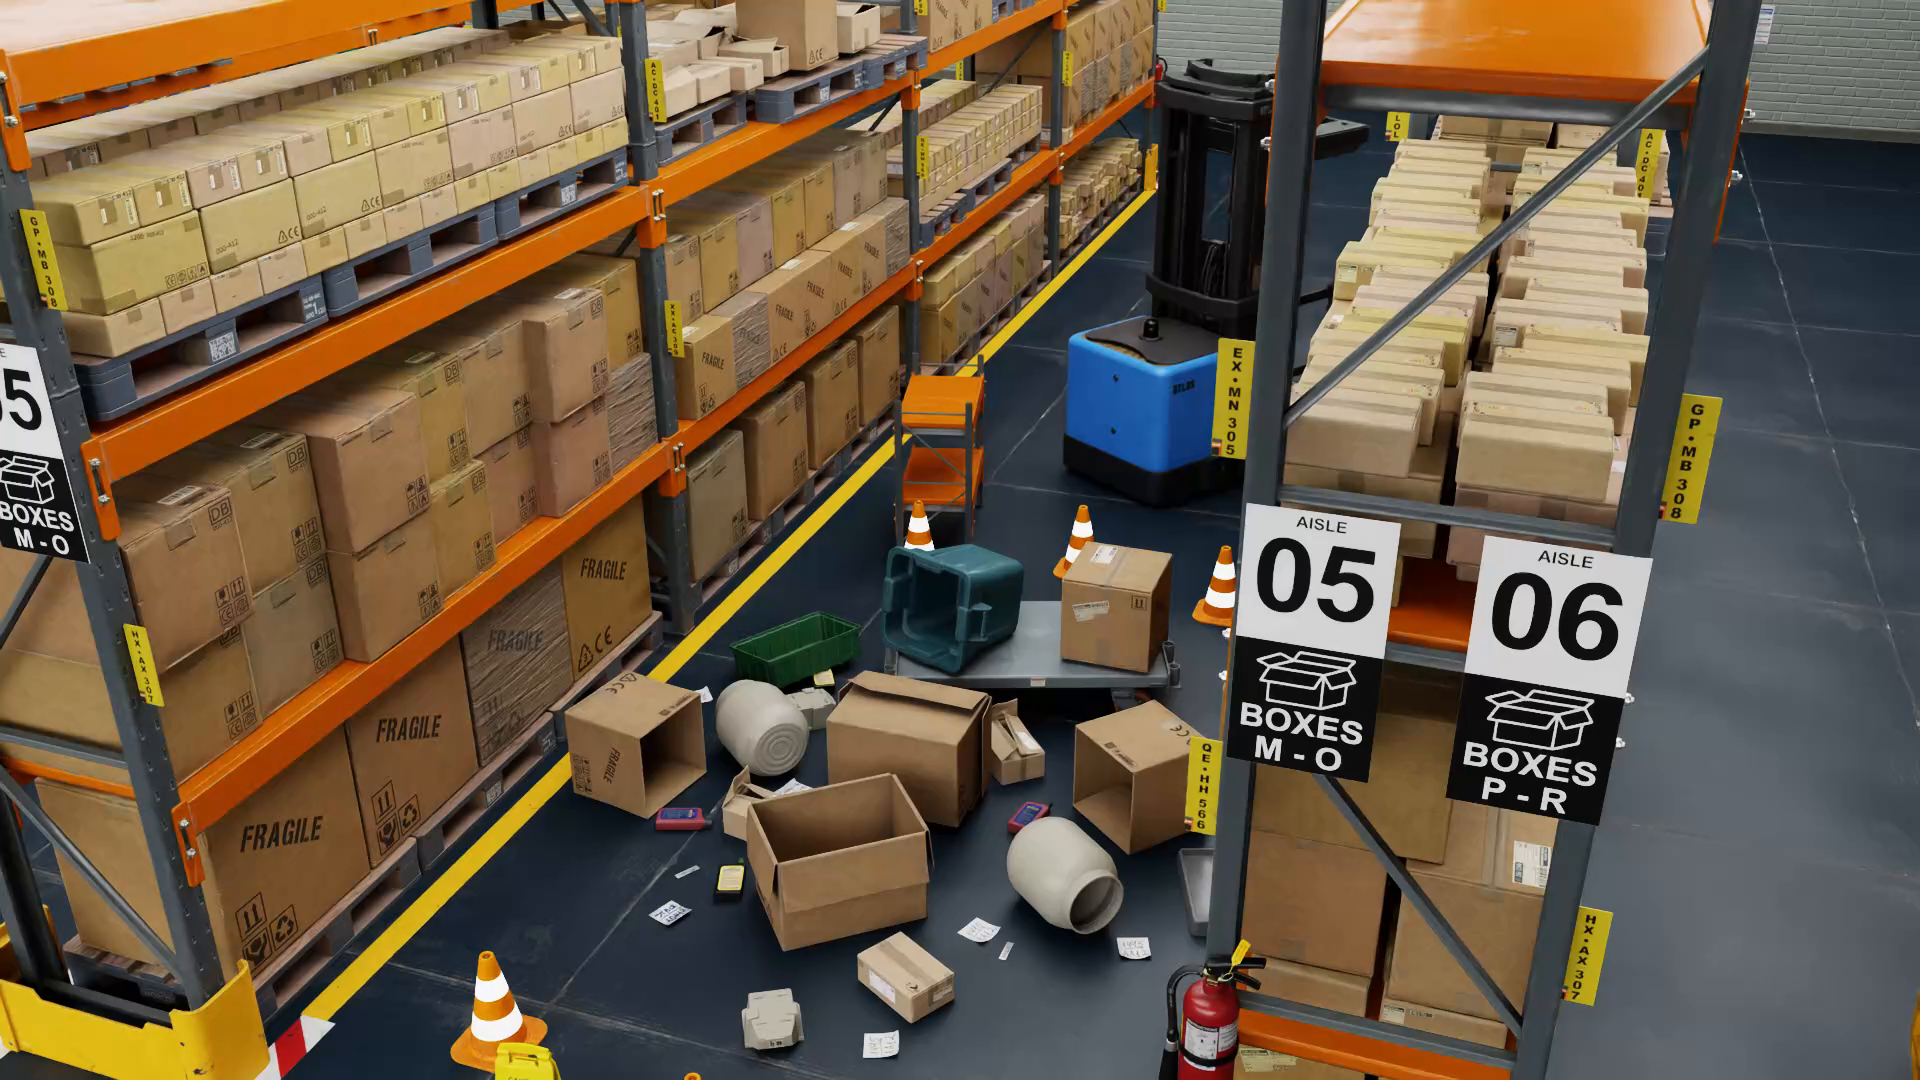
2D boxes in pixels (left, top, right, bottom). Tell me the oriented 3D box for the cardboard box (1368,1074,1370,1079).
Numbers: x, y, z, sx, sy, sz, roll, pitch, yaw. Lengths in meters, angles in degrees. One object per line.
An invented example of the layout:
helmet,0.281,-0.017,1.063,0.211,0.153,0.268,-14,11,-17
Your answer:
cardboard box,1.425,1.938,6.703,0.500,0.250,0.500,9,27,18

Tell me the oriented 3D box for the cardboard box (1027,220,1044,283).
cardboard box,0.513,-2.859,16.323,0.500,0.500,0.500,8,27,16

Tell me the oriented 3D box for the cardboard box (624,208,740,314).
cardboard box,-1.812,-1.760,10.404,0.700,0.500,0.500,8,27,17

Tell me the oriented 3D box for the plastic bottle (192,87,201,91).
plastic bottle,-8.741,-5.200,18.914,0.152,0.276,0.135,9,27,17

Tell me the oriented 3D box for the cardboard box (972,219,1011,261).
cardboard box,0.166,-2.766,15.270,0.500,0.250,0.500,8,27,15

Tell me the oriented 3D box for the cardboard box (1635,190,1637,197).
cardboard box,2.667,-1.367,7.244,0.500,0.250,0.500,8,27,17

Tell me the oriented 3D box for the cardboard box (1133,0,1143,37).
cardboard box,1.766,-5.976,18.771,0.500,0.500,0.500,8,27,16

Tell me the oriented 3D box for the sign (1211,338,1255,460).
sign,0.713,-0.365,4.328,0.100,0.325,0.005,9,27,17

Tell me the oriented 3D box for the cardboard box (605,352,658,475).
cardboard box,-2.252,-0.762,9.434,0.875,0.550,0.550,9,27,17

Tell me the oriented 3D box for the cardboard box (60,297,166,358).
cardboard box,-3.055,-0.770,5.871,0.380,0.149,0.250,9,27,18

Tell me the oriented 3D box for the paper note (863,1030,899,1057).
paper note,-0.333,2.131,7.037,0.148,0.019,0.142,0,26,-1

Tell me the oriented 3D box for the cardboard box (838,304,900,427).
cardboard box,-1.097,-1.431,13.087,1.050,0.750,0.750,8,27,17

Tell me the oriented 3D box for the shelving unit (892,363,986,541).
shelving unit,-0.128,-0.574,11.330,0.538,0.981,1.030,2,24,4

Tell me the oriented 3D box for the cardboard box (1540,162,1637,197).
cardboard box,2.647,-1.488,7.035,0.380,0.149,0.250,8,27,16

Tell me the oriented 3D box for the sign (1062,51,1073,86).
sign,1.046,-4.578,16.158,0.100,0.325,0.005,9,27,17

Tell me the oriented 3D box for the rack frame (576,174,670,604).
rack frame,-2.144,-0.849,9.784,0.949,2.616,0.053,9,27,17

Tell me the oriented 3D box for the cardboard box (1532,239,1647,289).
cardboard box,2.235,-0.955,5.935,0.380,0.149,0.250,9,27,18

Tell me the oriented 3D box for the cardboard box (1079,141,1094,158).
cardboard box,1.380,-4.656,19.755,0.380,0.149,0.250,9,27,18

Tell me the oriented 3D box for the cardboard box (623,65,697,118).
cardboard box,-1.704,-2.584,9.483,0.258,0.266,0.396,8,27,17

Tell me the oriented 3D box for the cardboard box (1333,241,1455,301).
cardboard box,1.543,-0.941,5.906,0.380,0.149,0.250,9,27,19

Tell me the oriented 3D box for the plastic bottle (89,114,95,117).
plastic bottle,-9.226,-4.562,17.602,0.097,0.271,0.097,0,26,0

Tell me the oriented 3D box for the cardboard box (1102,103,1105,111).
cardboard box,1.362,-4.757,18.144,0.380,0.149,0.250,10,28,19

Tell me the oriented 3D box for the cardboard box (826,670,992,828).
cardboard box,-0.270,1.060,8.551,0.797,0.637,0.503,9,27,17

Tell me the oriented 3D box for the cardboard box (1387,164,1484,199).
cardboard box,1.993,-1.467,6.993,0.380,0.149,0.250,8,27,16

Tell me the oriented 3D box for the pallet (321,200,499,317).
pallet,-2.830,-1.324,7.425,1.003,0.211,1.213,9,27,17

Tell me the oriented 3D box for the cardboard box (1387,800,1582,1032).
cardboard box,1.649,1.139,5.224,0.500,0.500,0.500,8,27,17

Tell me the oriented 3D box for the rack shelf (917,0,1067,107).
rack shelf,0.495,-5.130,16.010,1.077,0.370,7.843,9,27,17

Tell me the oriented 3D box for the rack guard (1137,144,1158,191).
rack guard,1.827,-4.623,20.448,1.175,0.500,0.348,9,27,17

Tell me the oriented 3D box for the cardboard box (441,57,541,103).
cardboard box,-2.214,-2.172,7.852,0.380,0.149,0.250,9,27,18

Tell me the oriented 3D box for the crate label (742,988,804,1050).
crate label,-0.800,2.043,7.096,0.250,0.136,0.298,-5,26,-9

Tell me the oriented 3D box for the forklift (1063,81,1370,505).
forklift,2.239,-2.042,12.429,3.031,2.843,1.129,-19,32,-34

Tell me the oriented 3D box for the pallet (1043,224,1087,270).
pallet,0.712,-3.162,17.761,1.003,0.211,1.213,9,27,17

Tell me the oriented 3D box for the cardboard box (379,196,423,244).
cardboard box,-2.551,-1.393,7.158,0.380,0.149,0.250,9,27,18

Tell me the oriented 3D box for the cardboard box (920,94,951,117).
cardboard box,-0.303,-4.061,15.544,0.380,0.149,0.250,8,27,17

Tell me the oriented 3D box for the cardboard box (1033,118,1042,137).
cardboard box,0.576,-4.020,16.140,0.380,0.149,0.250,8,27,16

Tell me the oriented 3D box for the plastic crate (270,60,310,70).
plastic crate,-8.259,-6.001,20.284,0.402,0.464,0.583,9,27,17

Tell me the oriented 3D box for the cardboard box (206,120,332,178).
cardboard box,-2.721,-1.543,6.553,0.380,0.149,0.250,8,27,17

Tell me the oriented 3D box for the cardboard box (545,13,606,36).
cardboard box,-4.221,-5.528,18.419,0.500,0.500,0.500,10,27,19

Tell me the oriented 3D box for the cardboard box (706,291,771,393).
cardboard box,-1.545,-1.278,10.556,0.500,0.500,0.500,9,27,18

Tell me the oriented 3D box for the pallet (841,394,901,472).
pallet,-1.143,-0.924,13.139,1.003,0.211,1.213,9,27,17

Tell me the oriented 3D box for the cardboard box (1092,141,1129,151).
cardboard box,1.778,-4.604,19.647,0.380,0.149,0.250,9,27,18

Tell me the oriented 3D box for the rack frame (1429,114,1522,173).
rack frame,2.564,-2.871,7.078,0.949,2.616,0.053,9,27,17

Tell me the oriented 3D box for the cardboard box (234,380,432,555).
cardboard box,-2.901,-0.354,7.352,0.875,0.550,0.550,9,27,17

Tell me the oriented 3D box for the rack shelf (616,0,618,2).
rack shelf,-3.457,-6.745,19.345,1.077,0.370,4.000,9,27,17

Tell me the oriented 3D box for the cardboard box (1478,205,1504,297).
cardboard box,1.993,-1.234,6.968,0.500,0.250,0.500,9,27,17

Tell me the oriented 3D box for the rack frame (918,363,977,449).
rack frame,-0.084,-0.780,11.792,0.475,0.981,0.013,2,24,4

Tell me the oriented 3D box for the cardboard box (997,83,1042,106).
cardboard box,0.572,-4.286,16.007,0.380,0.149,0.250,10,28,20

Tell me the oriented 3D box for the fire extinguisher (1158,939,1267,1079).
fire extinguisher,0.757,1.487,5.049,0.296,0.674,0.183,9,27,17

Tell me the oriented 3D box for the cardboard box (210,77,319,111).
cardboard box,-3.089,-1.952,7.399,0.380,0.149,0.250,9,27,17

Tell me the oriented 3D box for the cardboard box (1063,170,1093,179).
cardboard box,1.257,-3.964,18.325,0.380,0.149,0.250,8,27,15

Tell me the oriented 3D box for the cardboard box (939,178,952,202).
cardboard box,-0.292,-2.944,13.917,0.380,0.149,0.250,10,28,20

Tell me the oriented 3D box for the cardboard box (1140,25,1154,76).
cardboard box,1.946,-5.736,19.423,0.500,0.500,0.500,9,27,18

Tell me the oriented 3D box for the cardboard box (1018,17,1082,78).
cardboard box,0.901,-4.915,16.579,0.500,0.500,0.500,9,27,19
